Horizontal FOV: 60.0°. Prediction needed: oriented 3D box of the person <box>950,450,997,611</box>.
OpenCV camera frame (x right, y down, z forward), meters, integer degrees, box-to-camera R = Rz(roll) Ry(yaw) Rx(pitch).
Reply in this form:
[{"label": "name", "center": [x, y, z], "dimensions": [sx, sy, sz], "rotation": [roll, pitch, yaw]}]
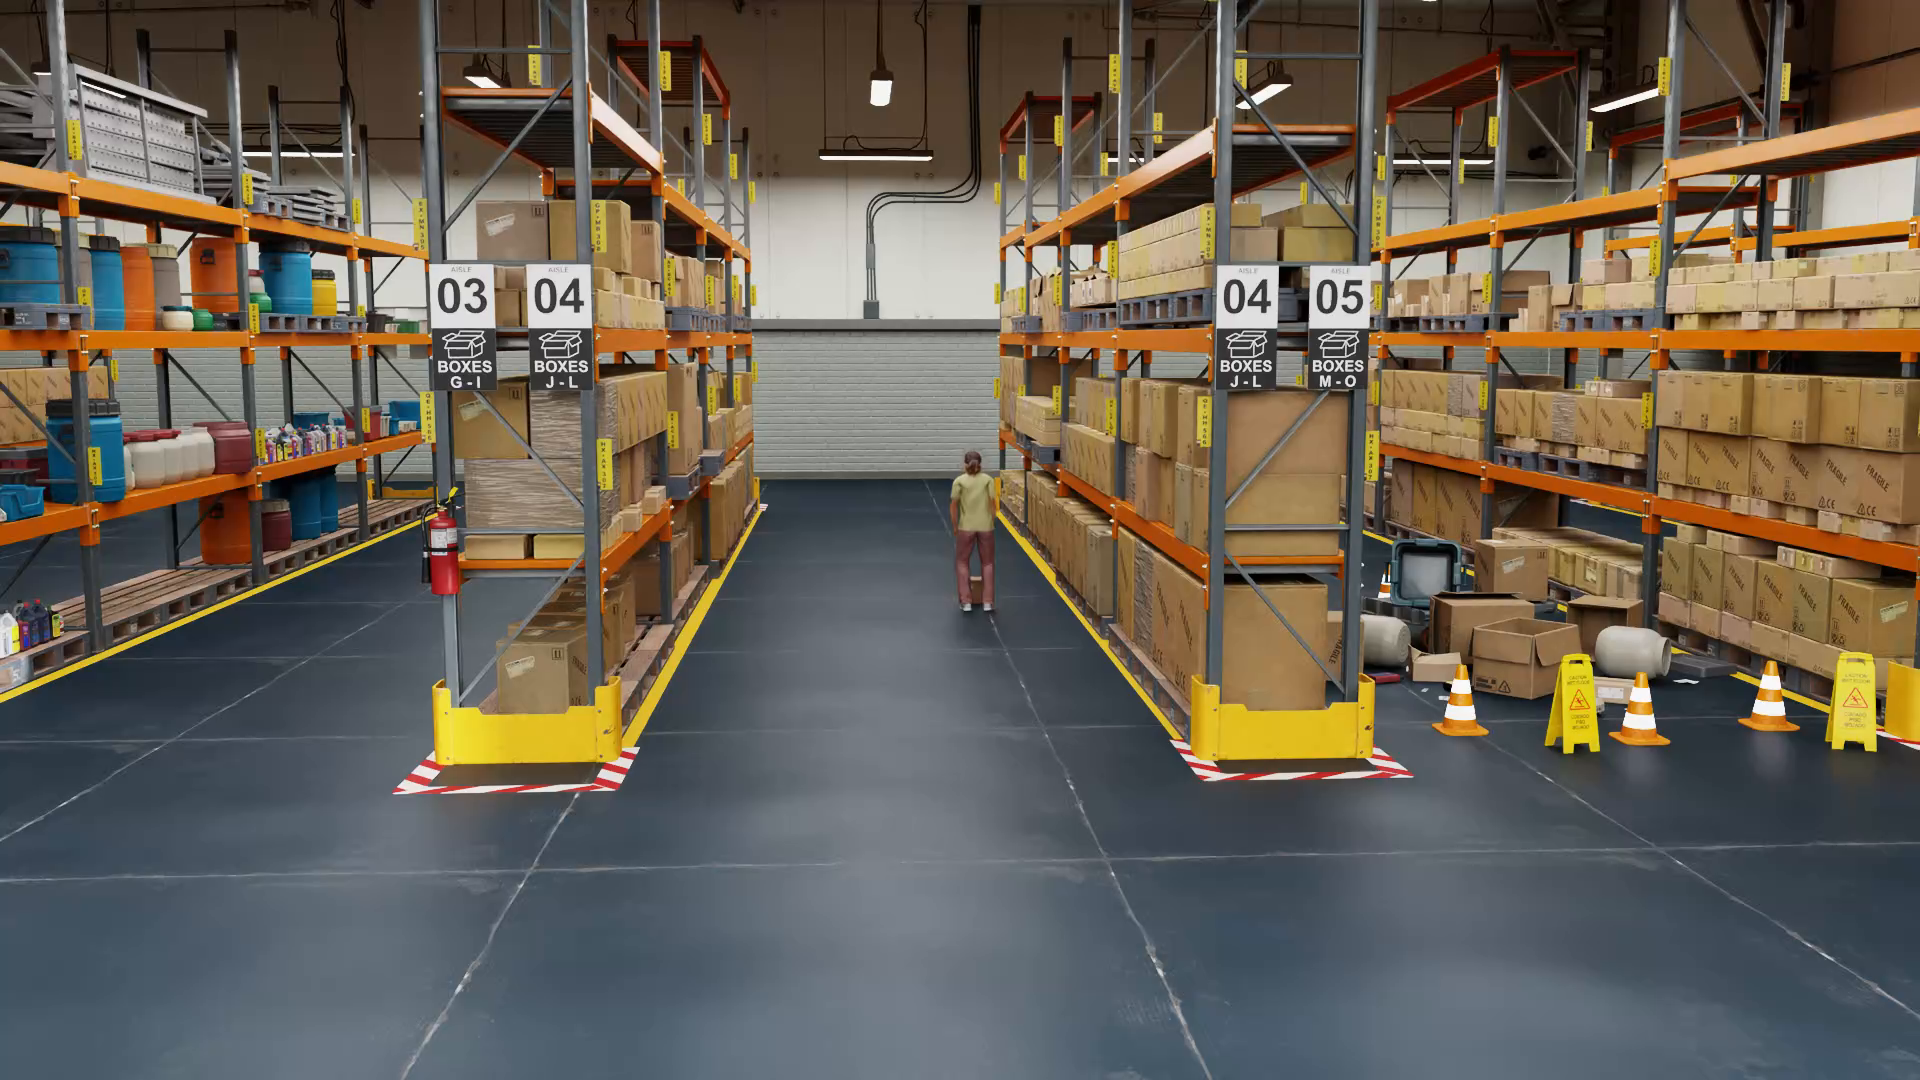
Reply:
[{"label": "person", "center": [0.132, -0.072, 16.788], "dimensions": [0.474, 1.579, 0.406], "rotation": [0, 7, -2]}]
